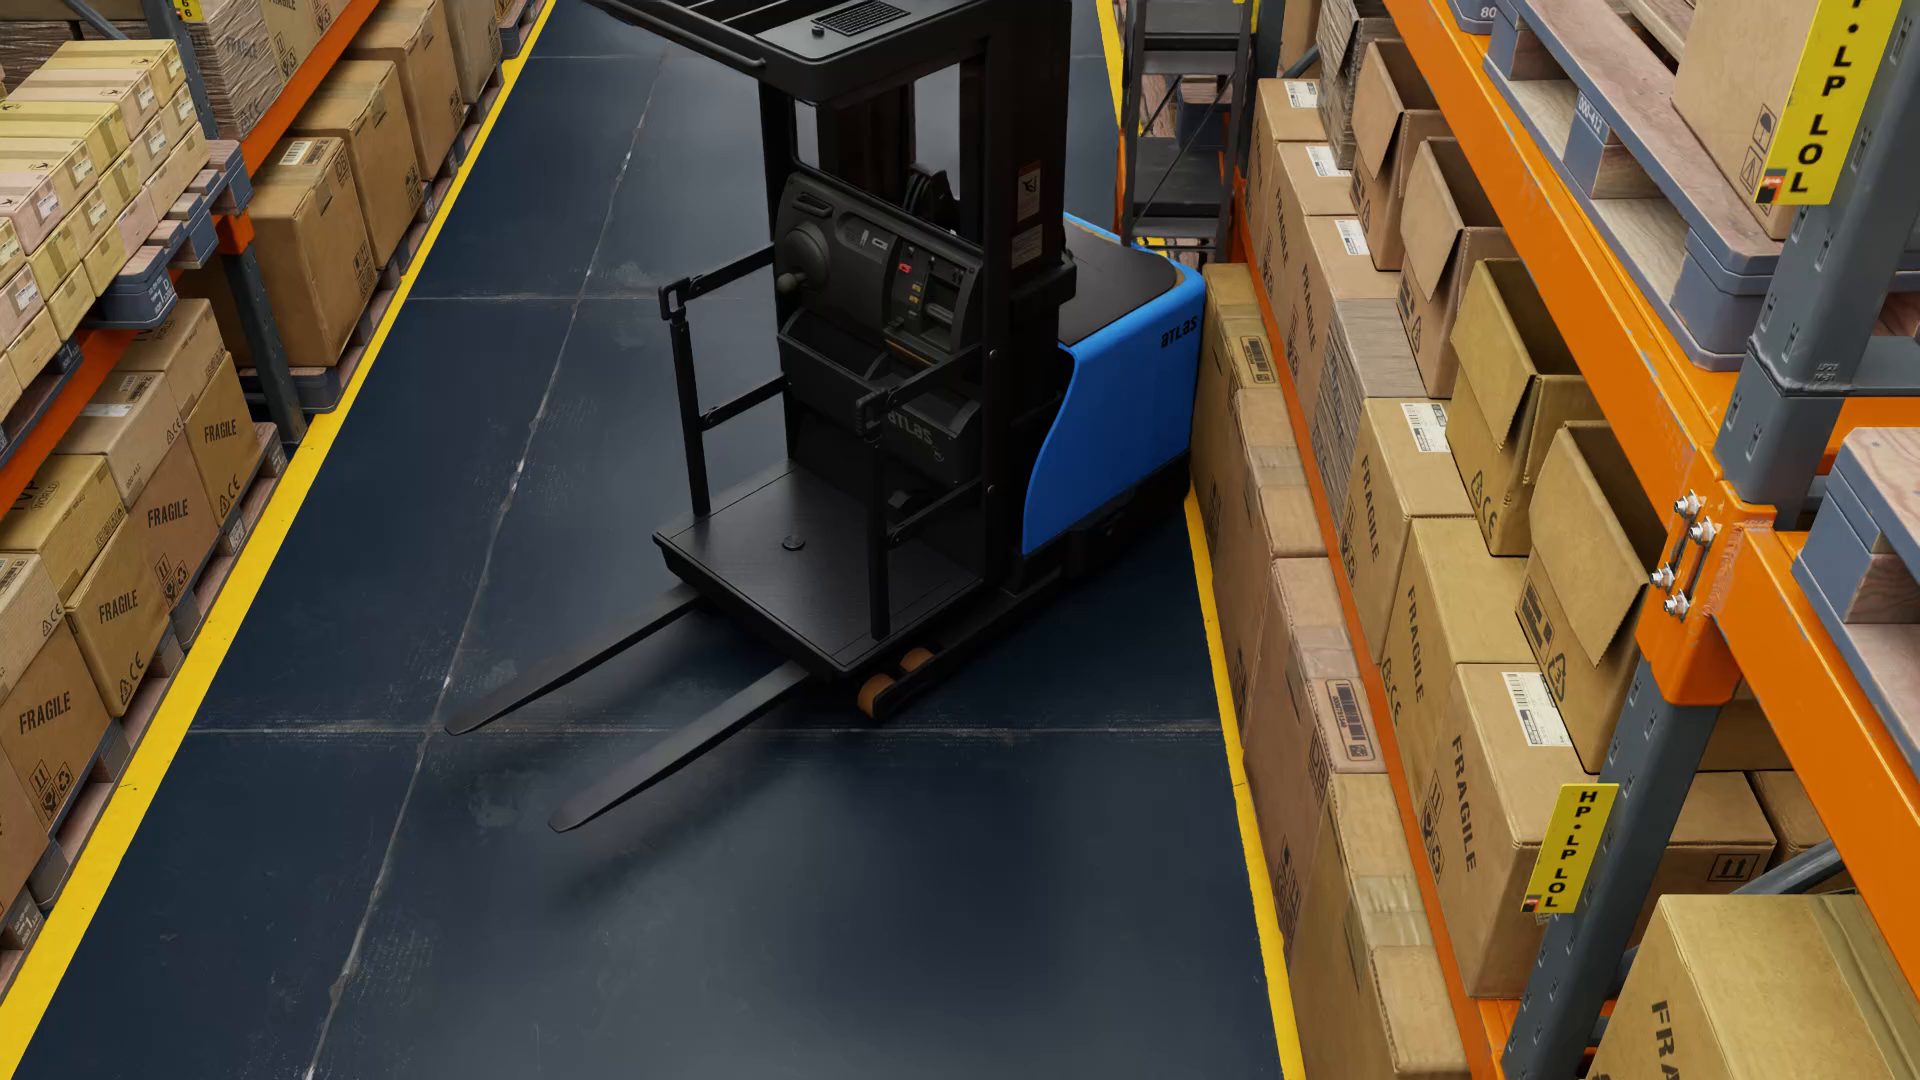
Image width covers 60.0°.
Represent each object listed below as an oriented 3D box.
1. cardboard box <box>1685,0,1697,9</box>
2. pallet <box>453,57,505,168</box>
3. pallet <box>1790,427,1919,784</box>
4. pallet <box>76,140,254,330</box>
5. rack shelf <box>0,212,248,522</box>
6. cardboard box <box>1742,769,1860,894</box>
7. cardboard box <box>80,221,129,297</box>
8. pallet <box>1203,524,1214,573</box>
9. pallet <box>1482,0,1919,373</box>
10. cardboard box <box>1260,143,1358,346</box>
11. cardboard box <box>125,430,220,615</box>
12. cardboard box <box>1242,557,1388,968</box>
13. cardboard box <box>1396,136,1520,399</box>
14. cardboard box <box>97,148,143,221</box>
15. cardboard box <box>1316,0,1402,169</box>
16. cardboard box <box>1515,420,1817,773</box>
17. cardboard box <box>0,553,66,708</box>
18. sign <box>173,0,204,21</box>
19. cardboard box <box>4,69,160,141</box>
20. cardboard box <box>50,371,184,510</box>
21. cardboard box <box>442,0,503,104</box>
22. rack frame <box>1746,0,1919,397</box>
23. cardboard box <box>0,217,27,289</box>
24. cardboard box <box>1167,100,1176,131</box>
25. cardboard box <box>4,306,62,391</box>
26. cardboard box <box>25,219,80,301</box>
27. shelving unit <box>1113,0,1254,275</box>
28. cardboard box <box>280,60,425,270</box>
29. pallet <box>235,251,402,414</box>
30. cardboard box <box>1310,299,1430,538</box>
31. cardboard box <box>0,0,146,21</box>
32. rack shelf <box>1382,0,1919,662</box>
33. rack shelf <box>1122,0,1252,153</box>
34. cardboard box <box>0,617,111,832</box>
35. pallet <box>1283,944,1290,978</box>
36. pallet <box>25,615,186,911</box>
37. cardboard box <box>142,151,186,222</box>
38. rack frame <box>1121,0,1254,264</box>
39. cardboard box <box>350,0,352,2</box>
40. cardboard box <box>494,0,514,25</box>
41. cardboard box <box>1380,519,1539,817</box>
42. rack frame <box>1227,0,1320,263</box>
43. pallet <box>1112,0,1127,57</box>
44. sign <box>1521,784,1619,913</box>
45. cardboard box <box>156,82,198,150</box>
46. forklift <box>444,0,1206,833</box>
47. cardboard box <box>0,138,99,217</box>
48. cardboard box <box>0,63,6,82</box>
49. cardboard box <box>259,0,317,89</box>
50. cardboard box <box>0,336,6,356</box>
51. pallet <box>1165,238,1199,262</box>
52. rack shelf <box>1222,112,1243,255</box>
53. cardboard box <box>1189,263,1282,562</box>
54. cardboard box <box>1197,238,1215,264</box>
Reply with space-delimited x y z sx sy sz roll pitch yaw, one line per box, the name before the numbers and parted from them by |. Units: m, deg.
cardboard box | 1.669 -1.043 2.990 0.500 0.311 0.500 -1 39 -2
pallet | -3.312 -2.549 9.762 1.003 0.211 1.213 0 39 0
pallet | 1.571 0.319 1.626 1.003 0.211 1.213 0 39 0
pallet | -3.277 -1.098 5.875 1.213 0.211 1.003 0 39 0
rack shelf | -3.382 -0.087 5.035 1.077 0.370 4.000 0 39 0
cardboard box | 1.830 0.616 3.503 0.500 0.500 0.500 0 39 0
cardboard box | -2.928 -0.904 5.344 0.380 0.149 0.250 -1 39 -1
pallet | 1.502 0.023 6.553 1.003 0.211 1.213 0 39 0
pallet | 1.530 -0.726 3.012 0.805 0.209 1.217 -1 39 -2
cardboard box | 1.307 -0.971 5.483 0.500 0.500 0.500 -1 39 -1
cardboard box | -3.125 -0.071 6.103 0.500 0.500 0.500 1 39 2
cardboard box | 1.558 0.649 4.905 1.225 0.875 0.875 -1 39 -2
cardboard box | 1.566 -0.705 4.349 0.797 0.503 0.637 1 39 1
cardboard box | -2.923 -1.160 5.426 0.380 0.149 0.250 1 39 1
cardboard box | 1.561 -1.532 5.381 0.797 0.503 0.637 1 39 1
cardboard box | 1.572 0.113 3.328 0.797 0.503 0.637 -1 39 -1
cardboard box | -3.115 0.288 5.056 0.500 0.250 0.500 1 39 2
sign | -2.841 -2.045 6.041 0.100 0.325 0.005 0 39 0
cardboard box | -2.927 -1.453 5.554 0.380 0.149 0.250 0 39 -1
cardboard box | -3.110 -0.356 5.859 0.500 0.250 0.500 0 39 1
cardboard box | -3.298 -3.017 9.580 1.050 0.750 0.750 0 39 0
rack frame | 1.581 -1.398 1.299 1.000 3.000 0.127 0 39 0
cardboard box | -2.926 -0.801 4.741 0.380 0.149 0.250 2 39 2
cardboard box | 1.532 -2.574 9.210 0.700 0.500 0.500 0 39 0
cardboard box | -2.928 -0.574 4.932 0.380 0.149 0.250 1 39 1
cardboard box | -2.925 -0.848 5.037 0.380 0.149 0.250 0 39 0
shelving unit | 0.837 -1.304 6.647 0.431 2.100 0.503 1 45 2
cardboard box | -3.299 -1.832 8.100 1.050 0.750 0.750 1 39 1
pallet | -3.310 -1.023 7.858 1.003 0.211 1.213 0 39 0
cardboard box | 1.310 -0.338 4.693 0.500 0.500 0.500 0 39 0
cardboard box | -3.375 -2.328 6.377 0.700 0.500 0.500 0 39 0
rack shelf | 1.578 -1.198 4.023 1.077 0.370 4.000 0 39 0
rack shelf | 0.827 -1.790 6.162 0.431 0.518 0.480 1 45 2
cardboard box | -3.131 0.574 5.298 0.500 0.500 0.500 1 39 1
pallet | 1.504 1.548 4.649 1.003 0.211 1.213 0 39 0
pallet | -3.386 0.720 5.683 1.003 0.211 1.213 0 39 0
cardboard box | -2.925 -1.221 5.740 0.380 0.149 0.250 0 39 0
rack frame | 0.828 -1.132 6.475 0.400 2.100 0.015 1 45 2
cardboard box | -3.116 -2.883 7.869 0.500 0.500 0.500 0 39 -1
cardboard box | -3.319 -3.848 10.516 0.875 0.875 0.875 1 39 1
cardboard box | 1.313 0.302 3.894 0.500 0.500 0.500 1 39 1
rack frame | 1.576 -1.559 6.296 1.000 3.000 0.127 0 39 0
pallet | 1.535 -3.392 10.814 1.003 0.211 1.213 0 39 0
sign | 1.038 0.528 2.829 0.100 0.325 0.005 0 39 0
cardboard box | -2.928 -1.492 5.840 0.380 0.149 0.250 1 39 1
forklift | -0.440 -0.866 5.487 1.130 2.935 3.031 32 48 33
cardboard box | -2.923 -1.122 5.141 0.380 0.149 0.250 1 39 1
cardboard box | -3.577 -1.624 5.768 0.380 0.149 0.250 0 39 0
cardboard box | -3.118 -2.256 7.087 0.500 0.500 0.500 0 39 0
cardboard box | -2.924 -0.523 4.632 0.380 0.149 0.250 -1 39 -1
pallet | 1.578 -1.720 8.728 1.003 0.211 1.213 0 39 0
rack shelf | 1.574 -2.529 8.082 1.077 0.370 4.000 0 39 0
cardboard box | 1.556 -0.462 6.291 1.225 0.875 0.875 -2 39 -2
cardboard box | 1.542 -1.521 7.896 0.700 0.500 0.500 -3 39 -4
